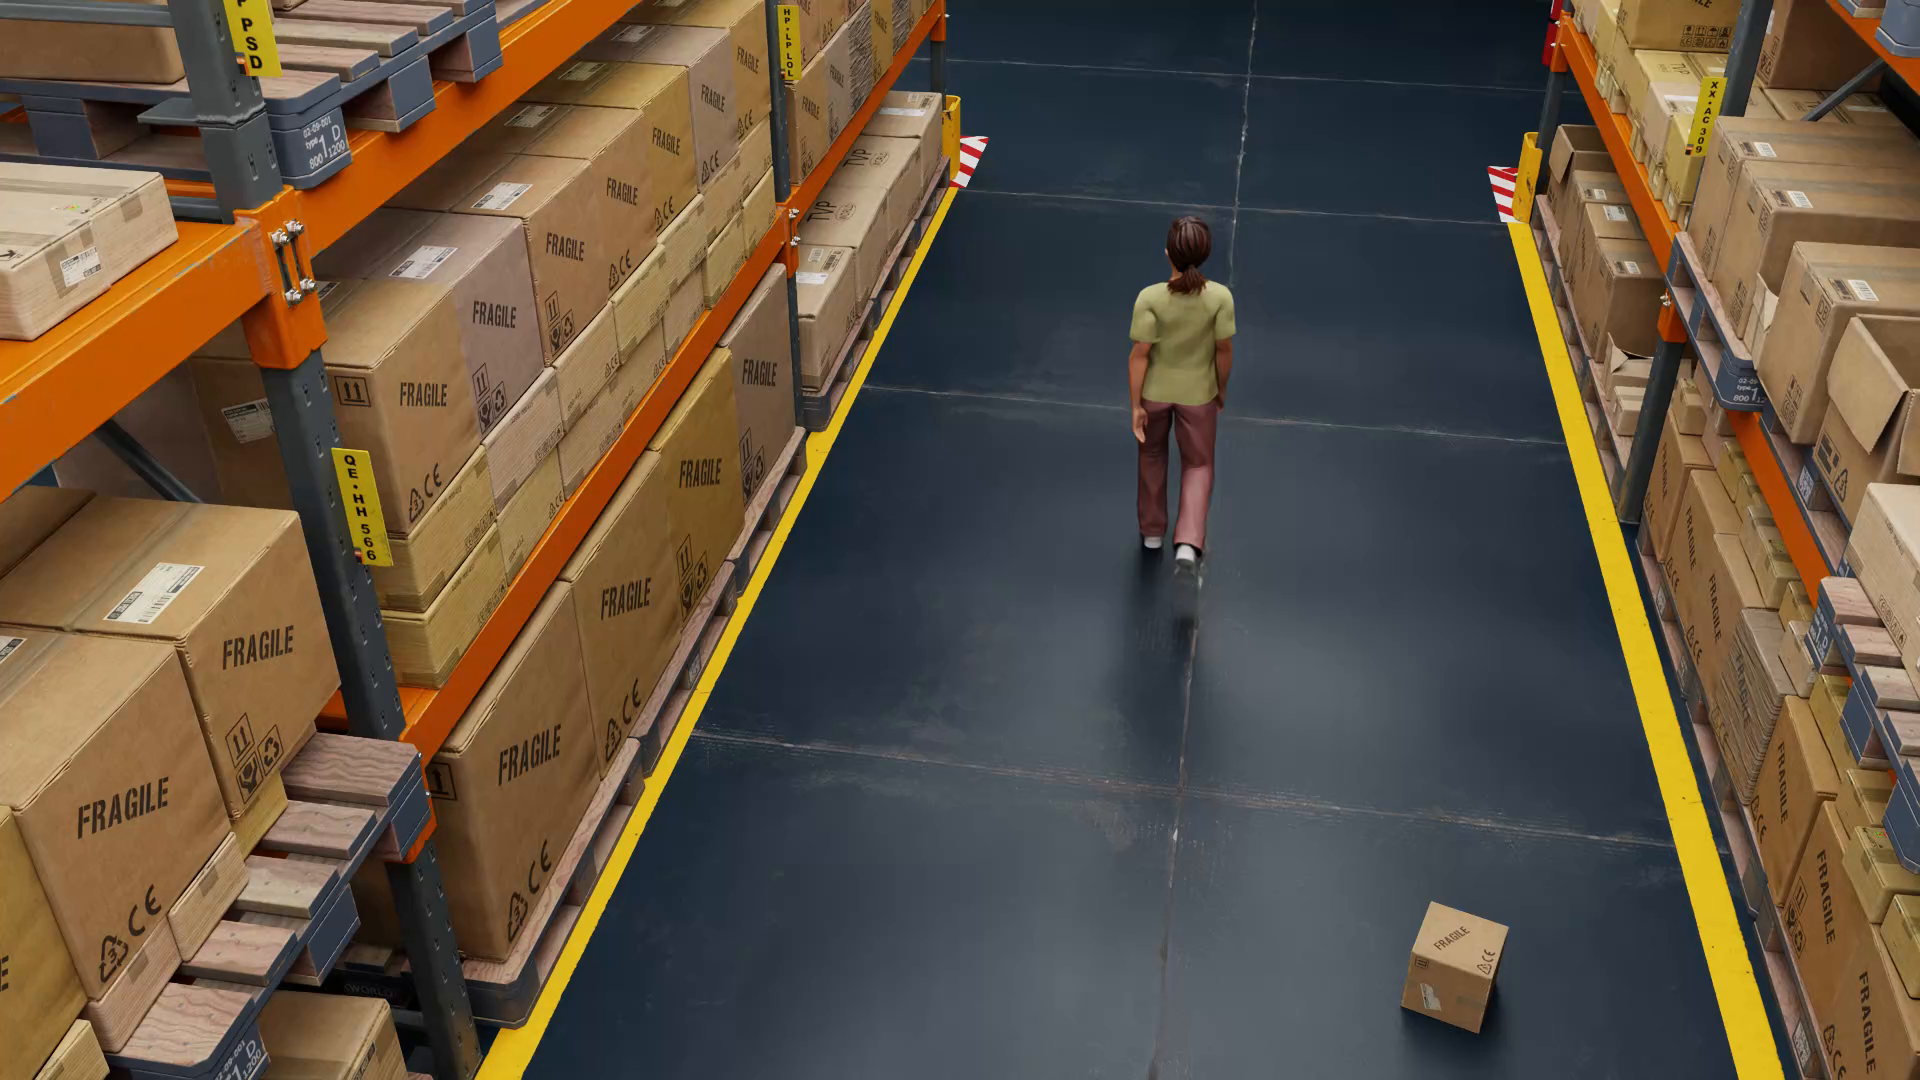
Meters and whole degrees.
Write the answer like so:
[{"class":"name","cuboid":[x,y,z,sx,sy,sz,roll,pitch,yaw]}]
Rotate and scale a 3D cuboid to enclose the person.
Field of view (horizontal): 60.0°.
[{"class":"person","cuboid":[0.920,-0.589,7.045,0.438,1.642,0.821,3,33,5]}]
